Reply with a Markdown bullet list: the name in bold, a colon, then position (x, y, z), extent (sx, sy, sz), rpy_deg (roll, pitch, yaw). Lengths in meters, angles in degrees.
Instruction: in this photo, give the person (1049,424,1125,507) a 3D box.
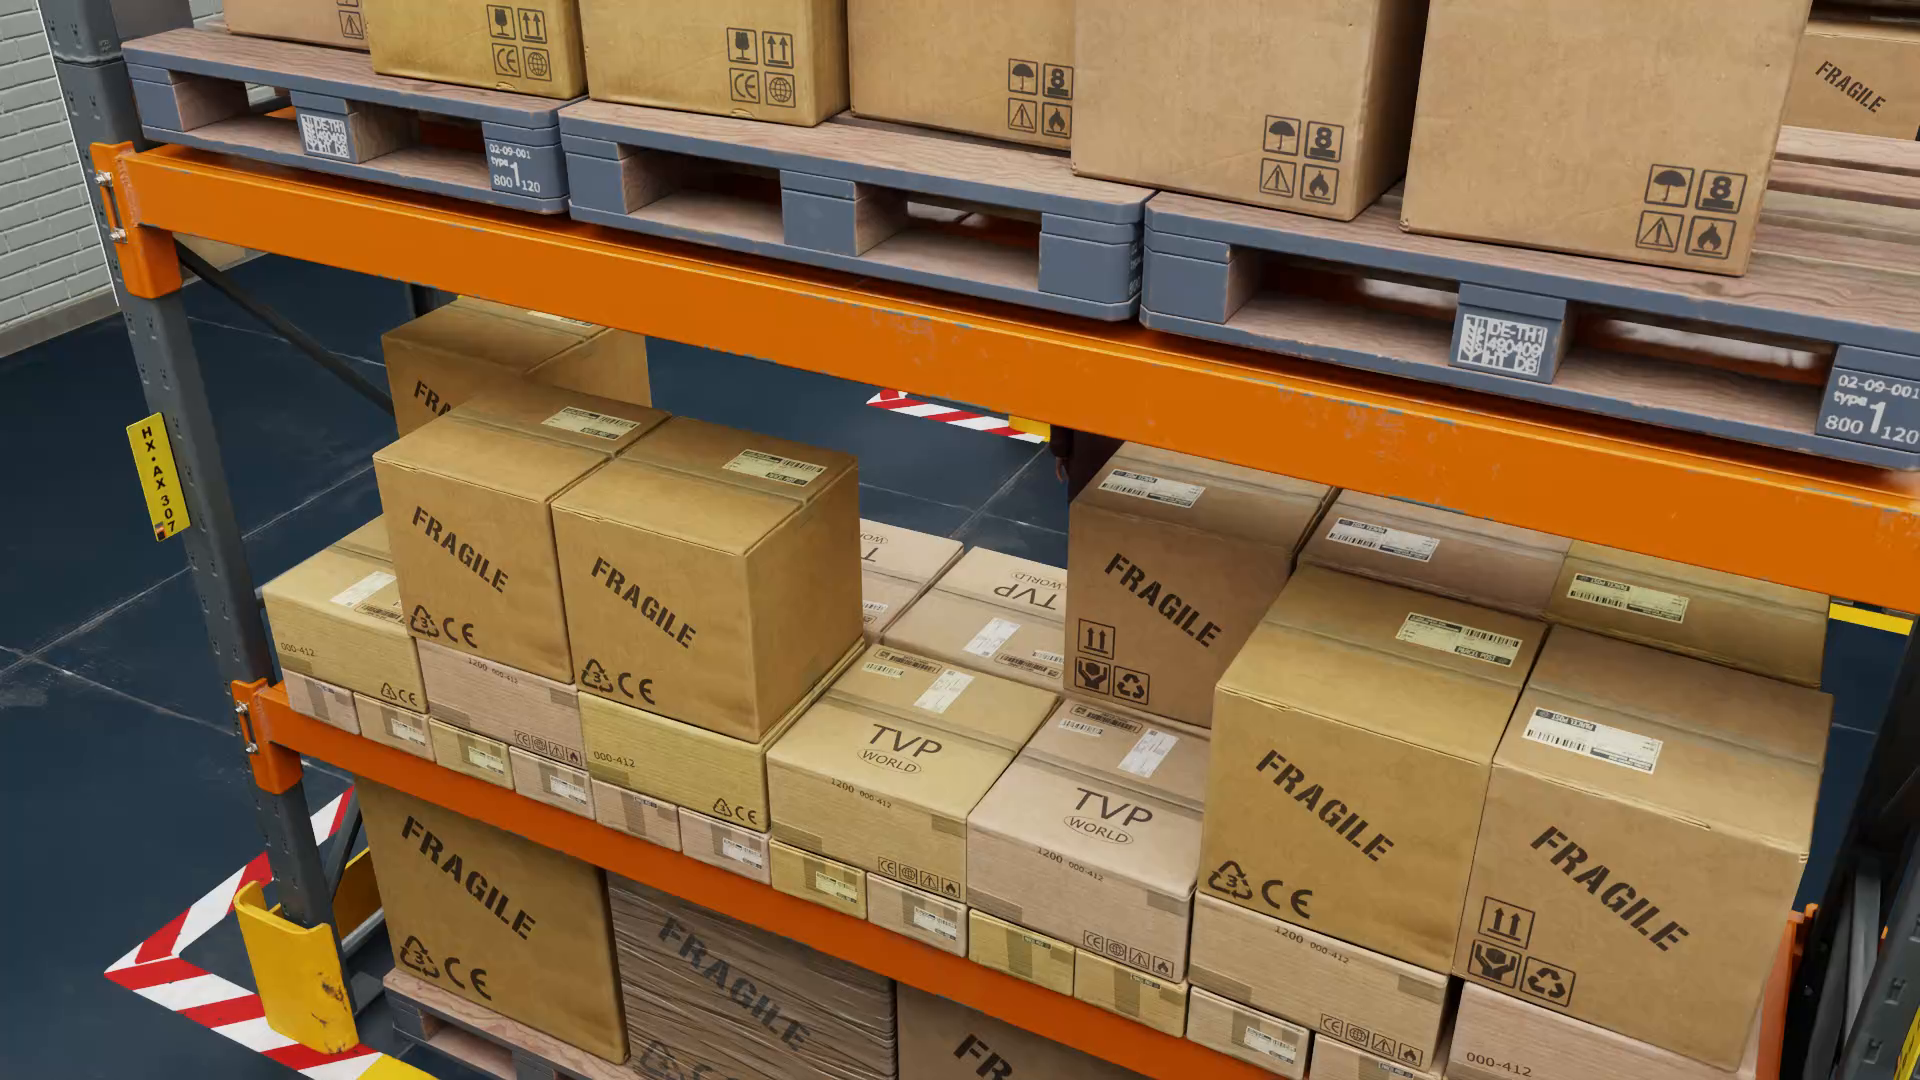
- **person**: position (0.665, -0.304, 6.678), extent (0.653, 1.774, 0.423), rpy_deg (12, 32, 21)
